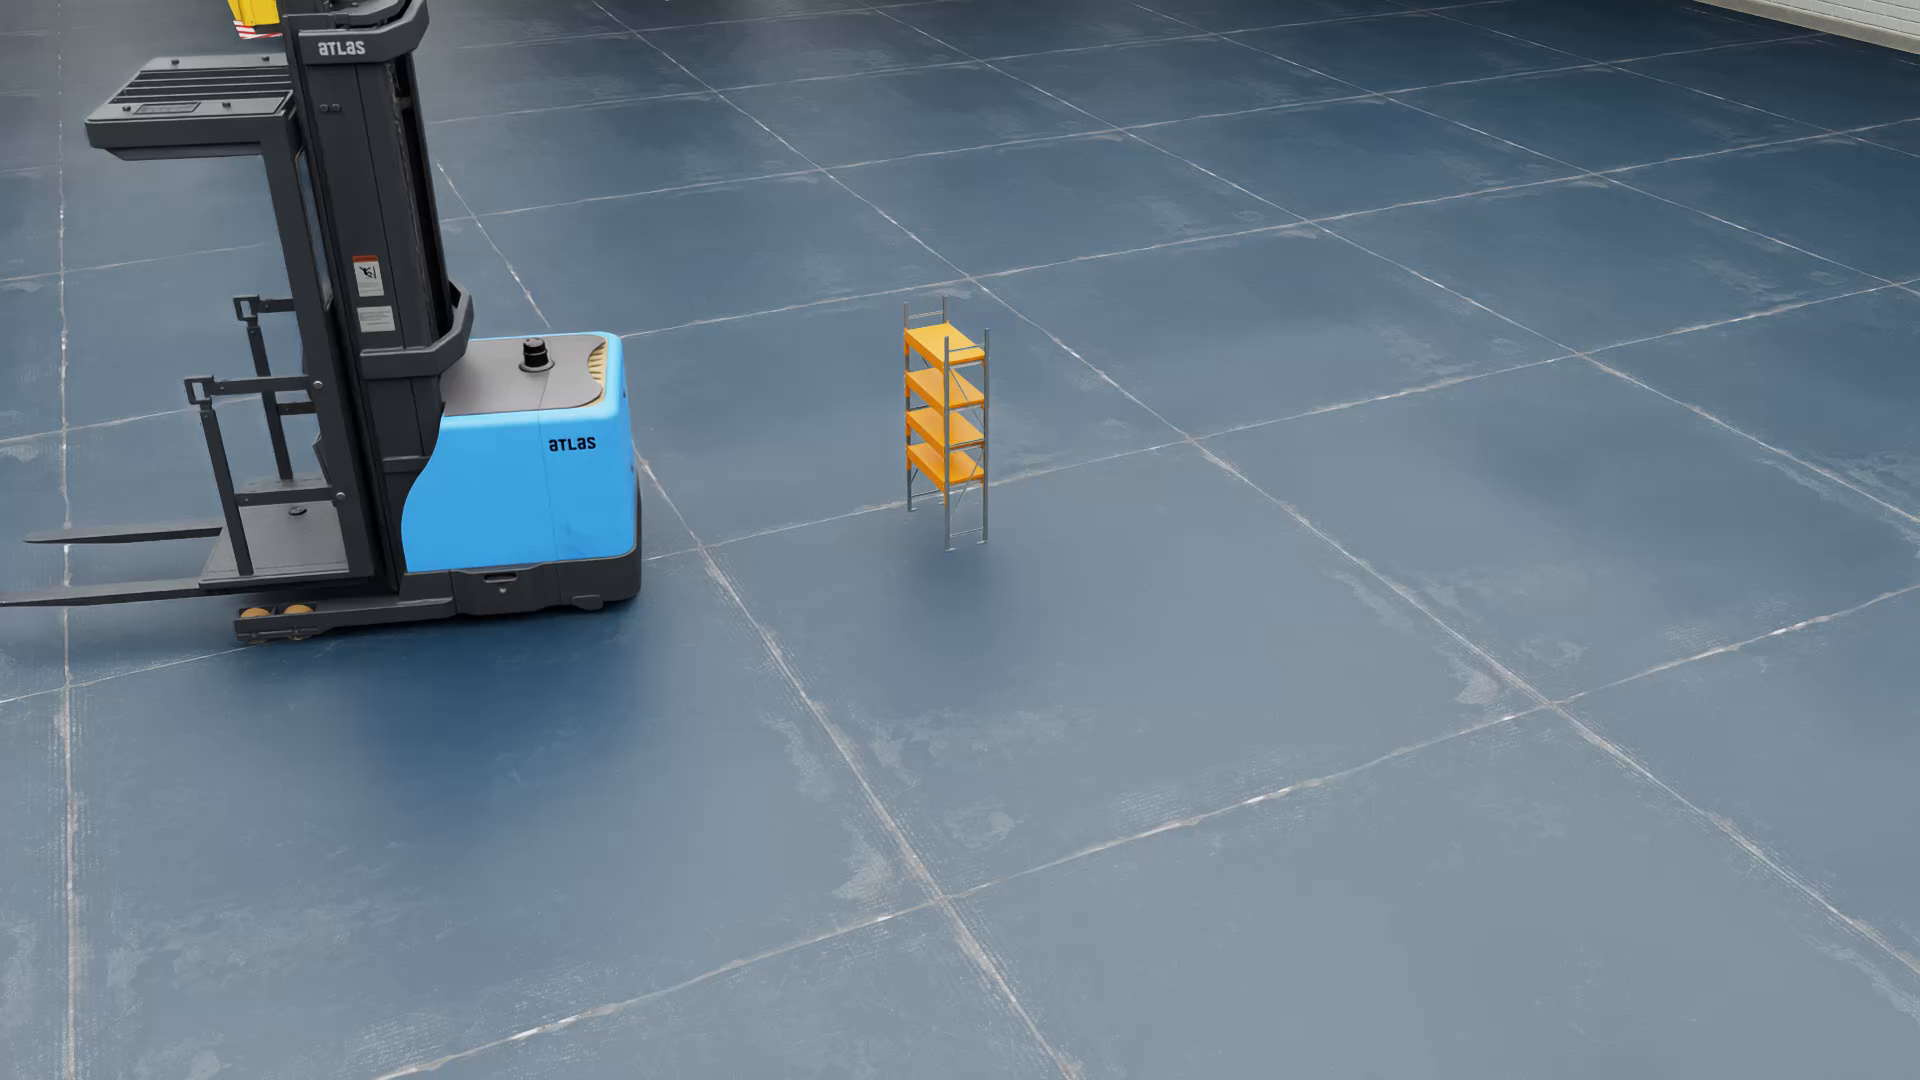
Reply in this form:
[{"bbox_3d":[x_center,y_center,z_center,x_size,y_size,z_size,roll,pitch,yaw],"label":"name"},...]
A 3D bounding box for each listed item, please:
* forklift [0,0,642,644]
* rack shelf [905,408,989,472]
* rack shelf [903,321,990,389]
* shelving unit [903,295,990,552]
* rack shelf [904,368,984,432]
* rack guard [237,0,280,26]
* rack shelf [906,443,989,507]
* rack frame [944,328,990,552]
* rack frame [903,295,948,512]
[{"bbox_3d":[-3.134,-1.065,7.653,3.031,2.935,1.130,-5,30,-8],"label":"forklift"},{"bbox_3d":[-0.071,-0.538,8.620,0.258,0.148,0.480,-13,32,-22],"label":"rack shelf"},{"bbox_3d":[-0.071,-0.939,8.395,0.258,0.148,0.480,-13,32,-22],"label":"rack shelf"},{"bbox_3d":[-0.071,-0.596,8.587,0.258,1.200,0.503,-13,32,-22],"label":"shelving unit"},{"bbox_3d":[-0.071,-0.733,8.510,0.258,0.148,0.480,-13,32,-22],"label":"rack shelf"},{"bbox_3d":[-7.934,-6.433,19.711,1.175,0.500,0.348,-13,32,-22],"label":"rack guard"},{"bbox_3d":[-0.071,-0.365,8.717,0.258,0.148,0.480,-13,32,-22],"label":"rack shelf"},{"bbox_3d":[0.034,-0.489,8.395,0.240,1.200,0.015,-13,32,-22],"label":"rack frame"},{"bbox_3d":[-0.176,-0.704,8.779,0.240,1.200,0.015,-13,32,-22],"label":"rack frame"}]
